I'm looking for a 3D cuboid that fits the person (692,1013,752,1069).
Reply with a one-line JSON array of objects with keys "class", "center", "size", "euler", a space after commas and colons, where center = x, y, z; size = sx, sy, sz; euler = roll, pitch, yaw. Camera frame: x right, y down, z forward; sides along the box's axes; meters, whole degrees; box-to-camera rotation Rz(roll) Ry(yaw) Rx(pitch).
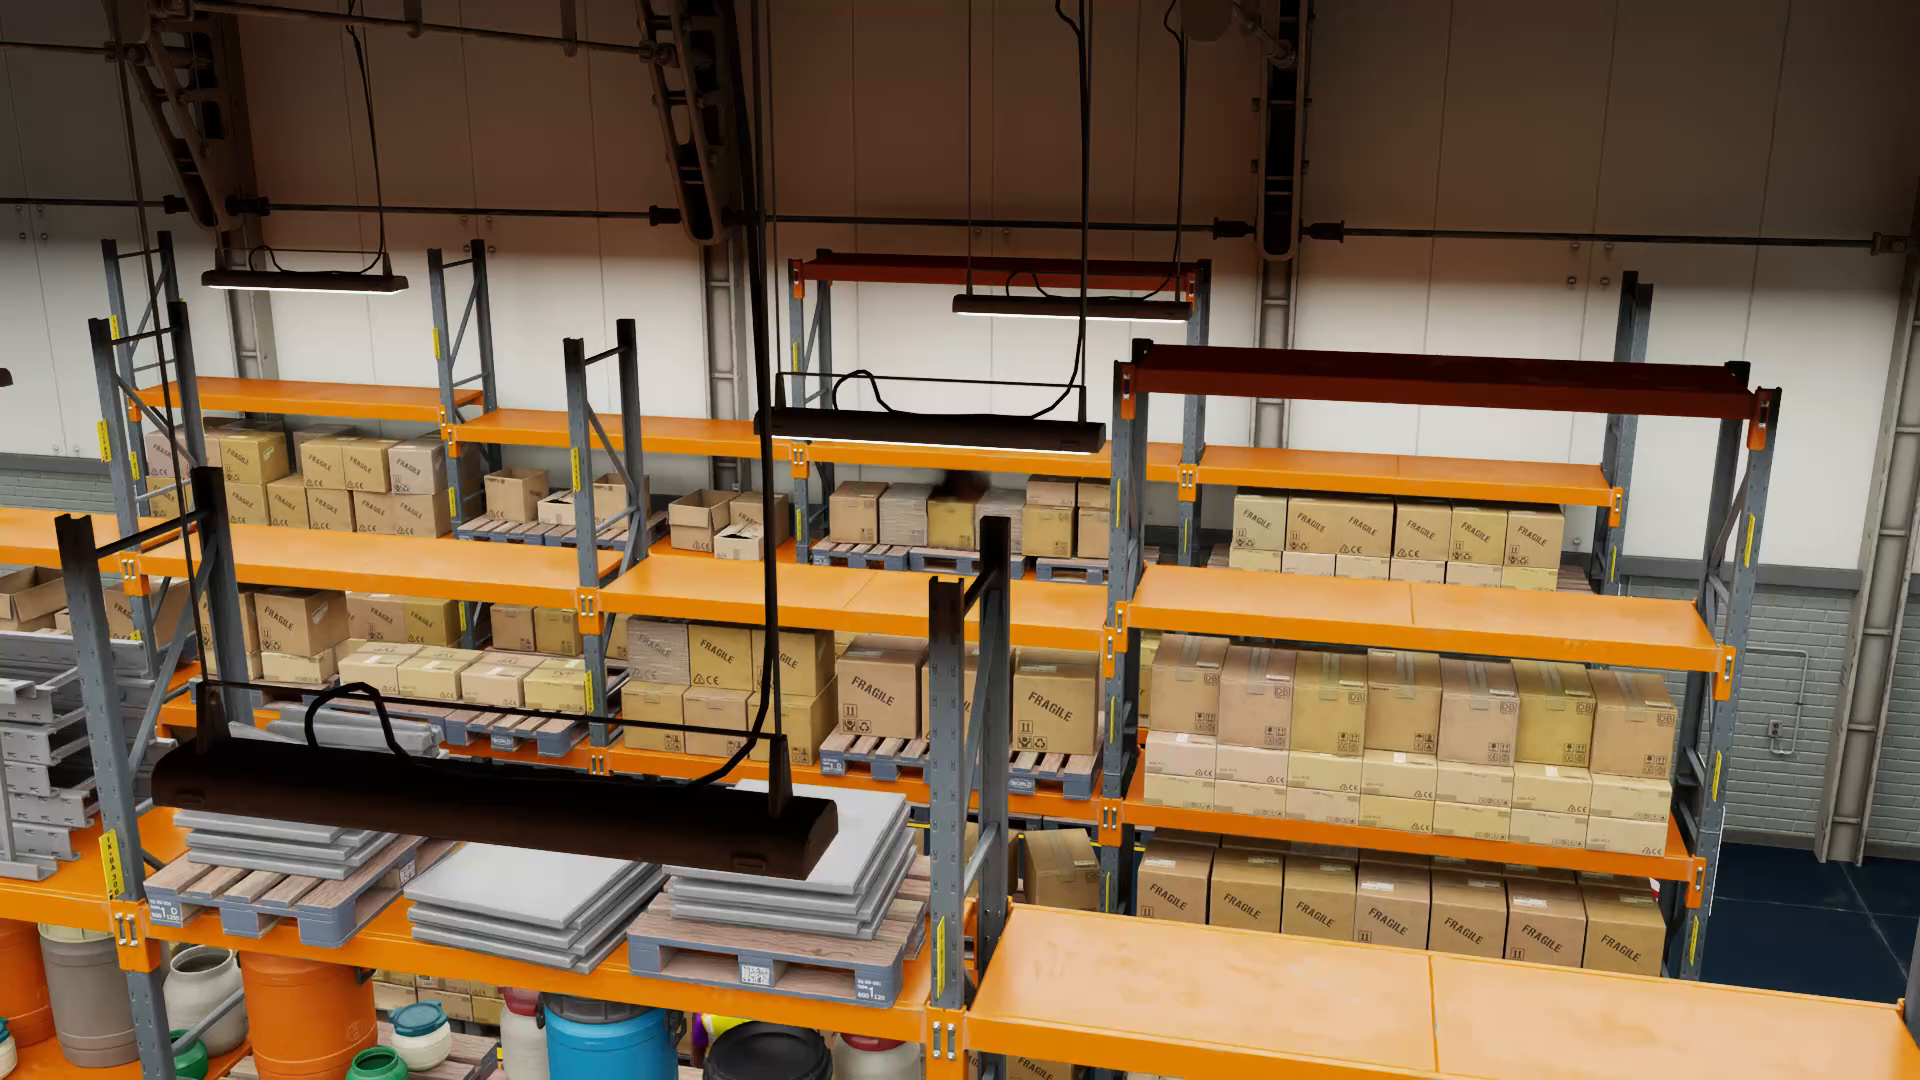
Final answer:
[{"class": "person", "center": [-1.663, 3.850, 12.148], "size": [0.586, 1.797, 0.558], "euler": [-7, 18, -24]}]
